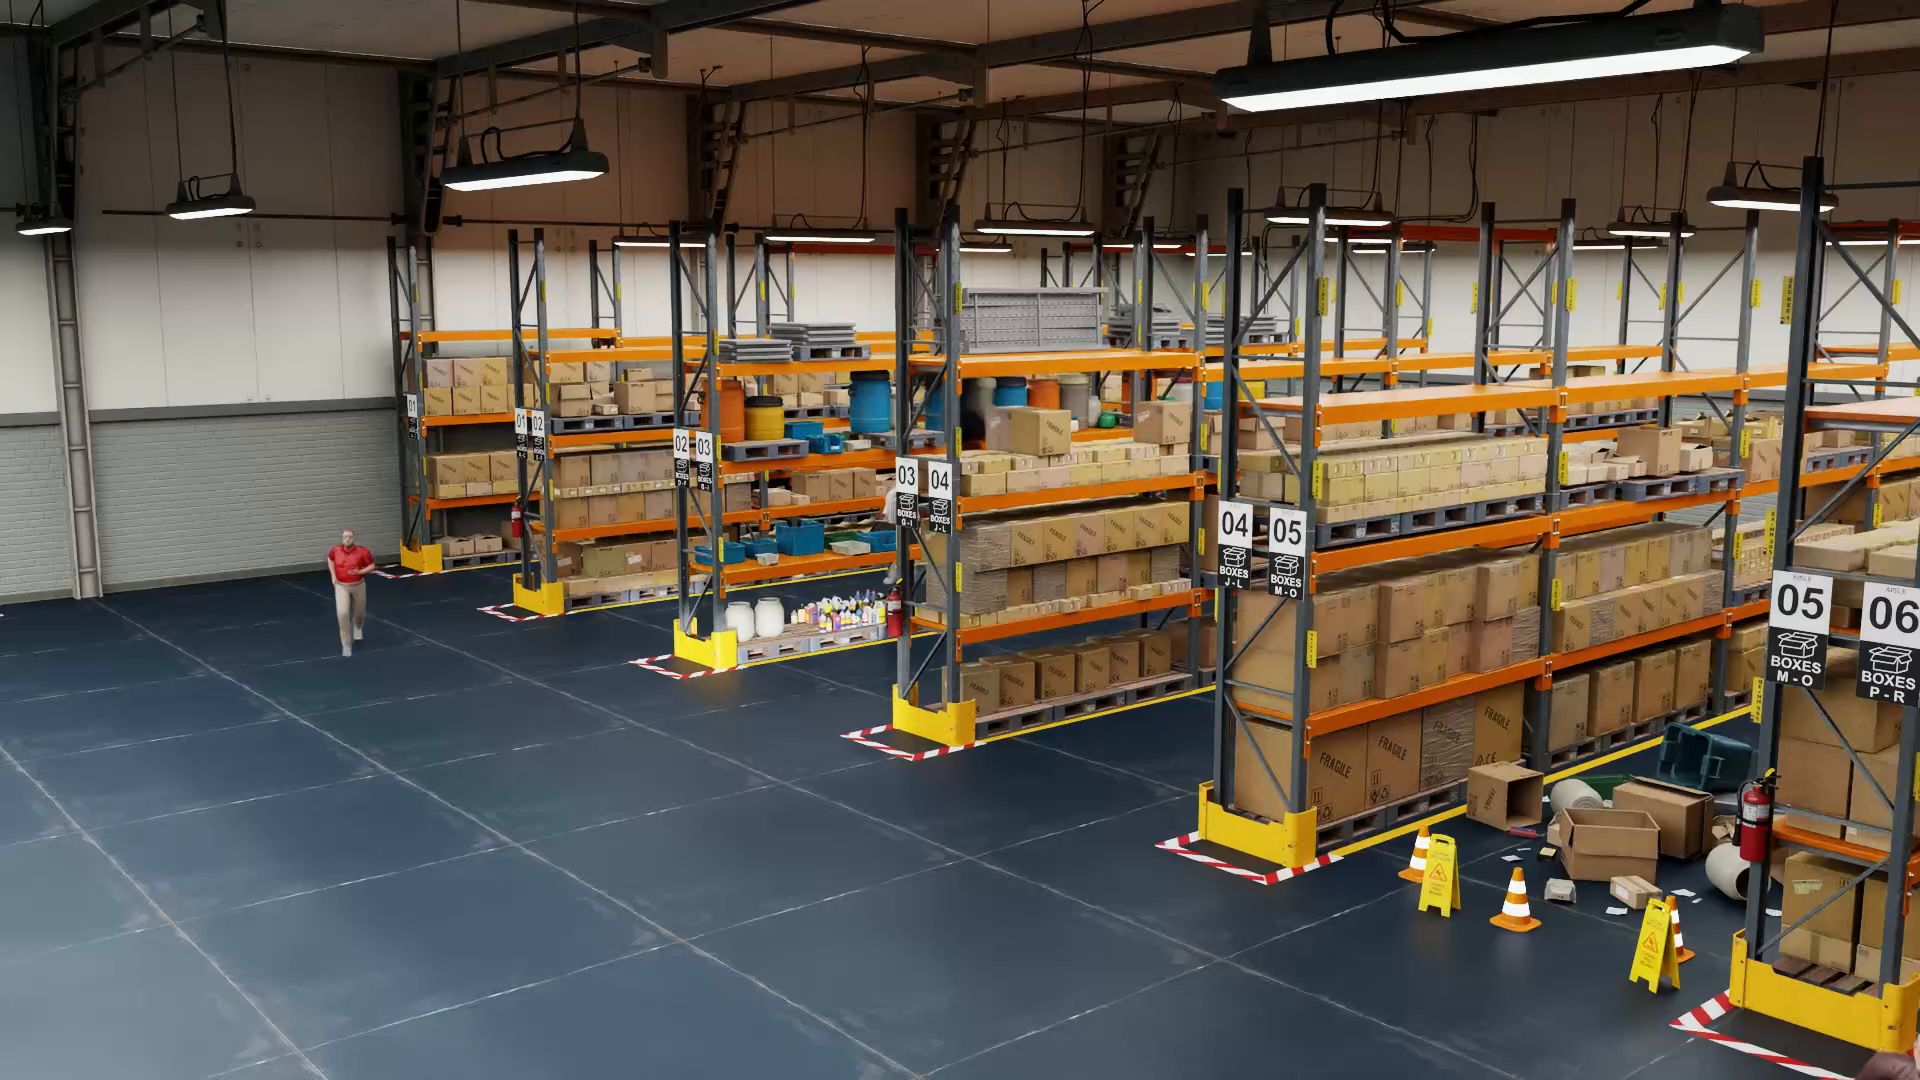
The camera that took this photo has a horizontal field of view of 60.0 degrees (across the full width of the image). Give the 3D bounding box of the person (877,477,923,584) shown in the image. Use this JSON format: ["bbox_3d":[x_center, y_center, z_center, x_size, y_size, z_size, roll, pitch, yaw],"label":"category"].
[{"bbox_3d":[-0.971,-0.202,27.456,0.712,1.778,0.918,7,11,37],"label":"person"}]

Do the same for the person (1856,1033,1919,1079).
[{"bbox_3d":[4.782,3.164,8.199,0.711,1.611,0.873,6,10,33],"label":"person"}]

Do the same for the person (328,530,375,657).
[{"bbox_3d":[-8.607,0.731,23.583,0.626,1.799,0.986,-3,9,-19],"label":"person"}]
